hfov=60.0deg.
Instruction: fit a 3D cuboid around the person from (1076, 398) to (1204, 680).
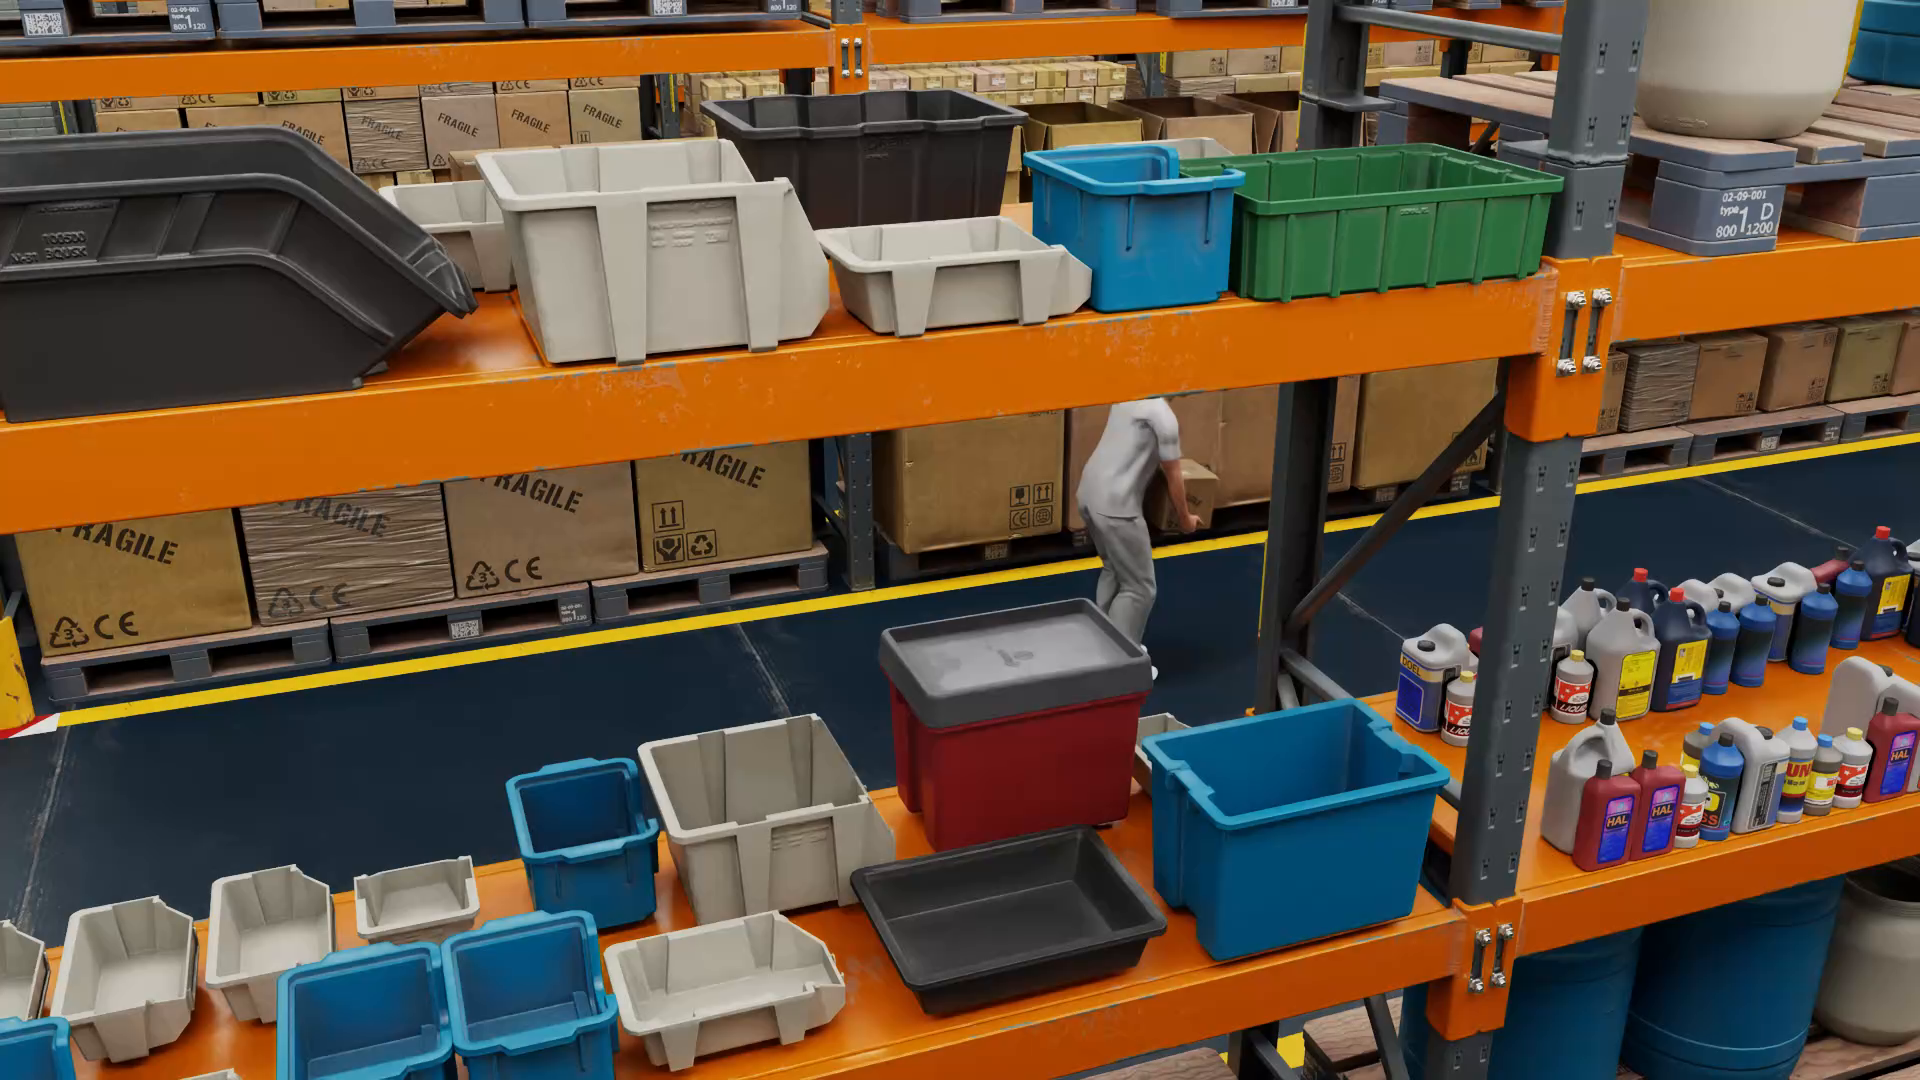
[{"bbox_3d":[0.798,-0.135,7.517,0.548,1.606,0.410,-9,24,-20],"label":"person"}]
